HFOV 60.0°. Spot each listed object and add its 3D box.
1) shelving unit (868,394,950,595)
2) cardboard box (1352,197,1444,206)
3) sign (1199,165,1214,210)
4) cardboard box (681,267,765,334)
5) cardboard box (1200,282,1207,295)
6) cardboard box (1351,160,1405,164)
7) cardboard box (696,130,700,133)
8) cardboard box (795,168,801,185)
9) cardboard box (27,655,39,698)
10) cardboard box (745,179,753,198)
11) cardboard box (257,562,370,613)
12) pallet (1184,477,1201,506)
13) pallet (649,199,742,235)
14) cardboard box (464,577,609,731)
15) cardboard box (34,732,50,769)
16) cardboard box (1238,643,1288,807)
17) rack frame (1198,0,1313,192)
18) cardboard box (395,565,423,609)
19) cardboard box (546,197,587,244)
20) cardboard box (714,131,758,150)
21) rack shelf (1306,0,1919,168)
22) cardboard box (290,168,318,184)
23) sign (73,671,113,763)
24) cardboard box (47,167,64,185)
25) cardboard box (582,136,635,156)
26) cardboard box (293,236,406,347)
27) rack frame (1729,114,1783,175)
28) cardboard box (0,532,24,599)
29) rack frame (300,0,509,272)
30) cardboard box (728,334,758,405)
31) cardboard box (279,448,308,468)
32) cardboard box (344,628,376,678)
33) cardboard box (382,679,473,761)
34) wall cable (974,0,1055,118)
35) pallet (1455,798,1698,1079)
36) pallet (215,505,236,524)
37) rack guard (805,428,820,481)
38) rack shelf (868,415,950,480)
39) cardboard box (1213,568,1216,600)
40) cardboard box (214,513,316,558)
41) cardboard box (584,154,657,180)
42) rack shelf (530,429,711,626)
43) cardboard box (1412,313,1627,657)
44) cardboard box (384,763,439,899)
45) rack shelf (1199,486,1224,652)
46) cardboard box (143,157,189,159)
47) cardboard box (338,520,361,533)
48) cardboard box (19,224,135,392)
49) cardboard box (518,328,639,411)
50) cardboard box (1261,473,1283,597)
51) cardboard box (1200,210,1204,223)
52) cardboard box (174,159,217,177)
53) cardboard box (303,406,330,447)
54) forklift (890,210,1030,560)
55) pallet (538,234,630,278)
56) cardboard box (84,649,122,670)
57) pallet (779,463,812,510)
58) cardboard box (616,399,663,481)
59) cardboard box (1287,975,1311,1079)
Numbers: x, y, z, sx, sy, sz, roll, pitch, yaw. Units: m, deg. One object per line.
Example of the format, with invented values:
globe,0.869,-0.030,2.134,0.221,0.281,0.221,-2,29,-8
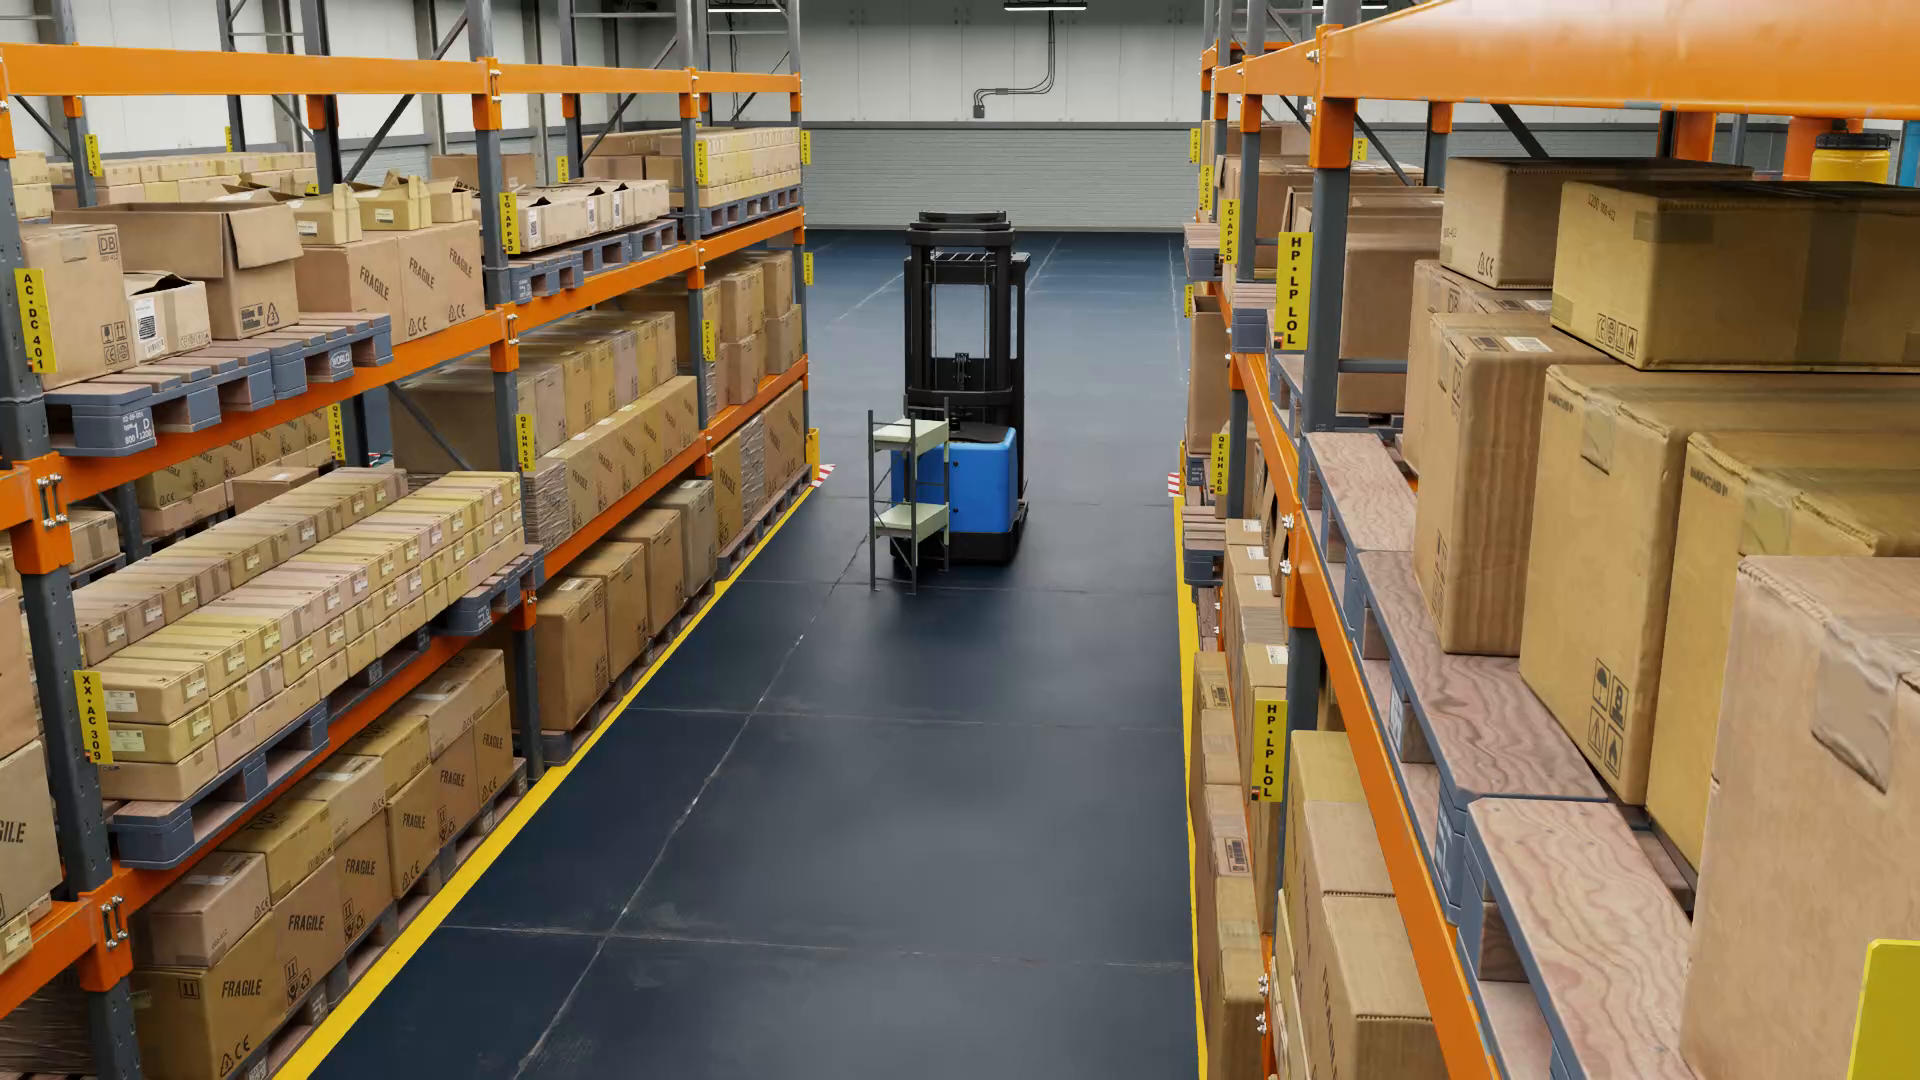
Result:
shelving unit,-0.413,-0.385,13.712,0.431,1.500,0.755,6,16,20
cardboard box,1.918,-1.180,7.038,0.500,0.500,0.500,3,15,9
sign,1.836,-2.617,12.358,0.100,0.325,0.005,2,15,6
cardboard box,-2.269,-2.186,15.144,0.875,0.550,0.500,2,15,6
cardboard box,2.209,-1.835,13.524,0.500,0.500,0.500,2,15,6
cardboard box,2.344,-1.982,9.850,0.500,0.500,0.500,1,15,5
cardboard box,-2.588,-3.671,15.204,0.380,0.149,0.250,2,15,6
cardboard box,-1.790,-3.597,16.456,0.380,0.149,0.250,2,15,6
cardboard box,-3.592,0.518,6.035,0.380,0.149,0.250,2,15,9
cardboard box,-2.020,-3.070,14.509,0.380,0.149,0.250,2,15,6
cardboard box,-2.797,0.204,7.197,0.380,0.149,0.250,2,15,8
pallet,2.692,-0.368,16.117,1.003,0.211,1.213,2,15,6
pallet,-2.438,-2.695,13.806,1.003,0.211,1.213,2,15,6
cardboard box,-2.834,0.687,10.379,1.050,0.750,0.750,1,15,5
cardboard box,-3.595,0.807,6.109,0.380,0.149,0.250,1,15,5
cardboard box,1.370,0.728,6.533,0.500,0.500,0.500,2,15,6
rack frame,2.828,-4.839,15.819,1.000,3.000,0.127,2,15,6
cardboard box,-2.739,0.211,7.744,0.380,0.149,0.250,2,15,8
cardboard box,-2.635,-1.978,10.276,0.500,0.250,0.500,2,15,8
cardboard box,-1.990,-3.520,14.643,0.380,0.149,0.250,2,15,6
rack shelf,1.248,-0.668,2.536,1.077,0.370,4.000,2,15,6
cardboard box,-6.809,-3.614,16.750,0.500,0.250,0.500,2,15,6
sign,-2.903,0.593,5.564,0.100,0.325,0.005,2,15,6
cardboard box,-7.652,-2.998,13.709,0.380,0.149,0.250,2,15,7
cardboard box,-2.816,-3.145,13.257,0.380,0.149,0.250,2,15,6
cardboard box,-2.908,-1.122,7.625,0.500,0.500,0.500,2,15,6
rack frame,7.749,-4.693,15.279,1.000,3.000,0.127,2,15,6
cardboard box,-7.605,0.191,12.939,0.950,0.372,0.625,3,15,10
rack frame,-2.992,-2.937,8.782,1.000,3.000,0.127,2,15,6
cardboard box,-2.294,-1.526,14.773,0.875,0.550,0.550,2,15,6
cardboard box,-6.909,-0.759,16.685,0.500,0.250,0.500,2,15,6
cardboard box,-2.800,0.488,7.288,0.380,0.149,0.250,1,15,5
cardboard box,-2.855,0.918,8.569,0.500,0.250,0.500,2,15,7
wall cable,1.537,-14.986,46.829,2.305,6.003,0.169,2,15,6
pallet,1.095,0.609,1.588,1.003,0.211,1.213,2,15,6
pallet,-7.295,-0.344,16.030,1.003,0.211,1.213,2,15,6
rack guard,-2.087,-0.915,17.588,1.175,0.500,0.348,2,15,6
rack shelf,-0.413,-0.762,13.610,0.431,0.370,0.720,6,16,20
cardboard box,2.285,0.247,12.447,0.700,0.500,0.500,1,15,2
cardboard box,-3.356,-0.023,8.037,0.380,0.149,0.250,2,15,9
cardboard box,-2.740,-2.983,13.424,0.500,0.250,0.500,2,15,6
rack shelf,-2.766,-0.212,11.578,1.077,0.370,4.000,2,15,6
cardboard box,1.180,-0.103,2.861,0.700,0.500,0.500,2,15,9
cardboard box,-2.912,1.414,8.171,0.500,0.500,0.500,1,15,4
rack shelf,2.150,-0.040,10.941,1.077,0.370,4.000,2,15,6
cardboard box,-7.510,-3.536,15.701,0.380,0.149,0.250,2,15,8
cardboard box,-3.302,-0.006,8.546,0.380,0.149,0.250,1,15,5
cardboard box,-3.291,-0.797,5.621,0.700,0.500,0.500,2,15,6
cardboard box,-2.704,-1.215,11.803,0.700,0.500,0.500,2,15,7
cardboard box,1.750,-0.043,7.460,0.797,0.503,0.637,2,15,8
cardboard box,2.404,-2.939,14.826,0.500,0.250,0.500,2,15,6
cardboard box,-7.017,-3.387,15.148,0.380,0.149,0.250,2,15,7
cardboard box,-6.851,-1.257,17.090,0.500,0.500,0.500,2,15,7
forklift,0.068,-1.578,15.384,1.130,2.935,3.031,2,15,6
pallet,-2.849,-1.856,10.895,1.003,0.211,1.213,2,15,9
cardboard box,-3.535,0.530,6.562,0.380,0.149,0.250,2,15,9
pallet,-2.102,-0.560,16.827,1.003,0.211,1.213,2,15,6
cardboard box,-2.448,-0.721,11.890,0.500,0.500,0.500,2,15,7
cardboard box,1.099,1.341,4.174,0.500,0.250,0.500,2,15,6
